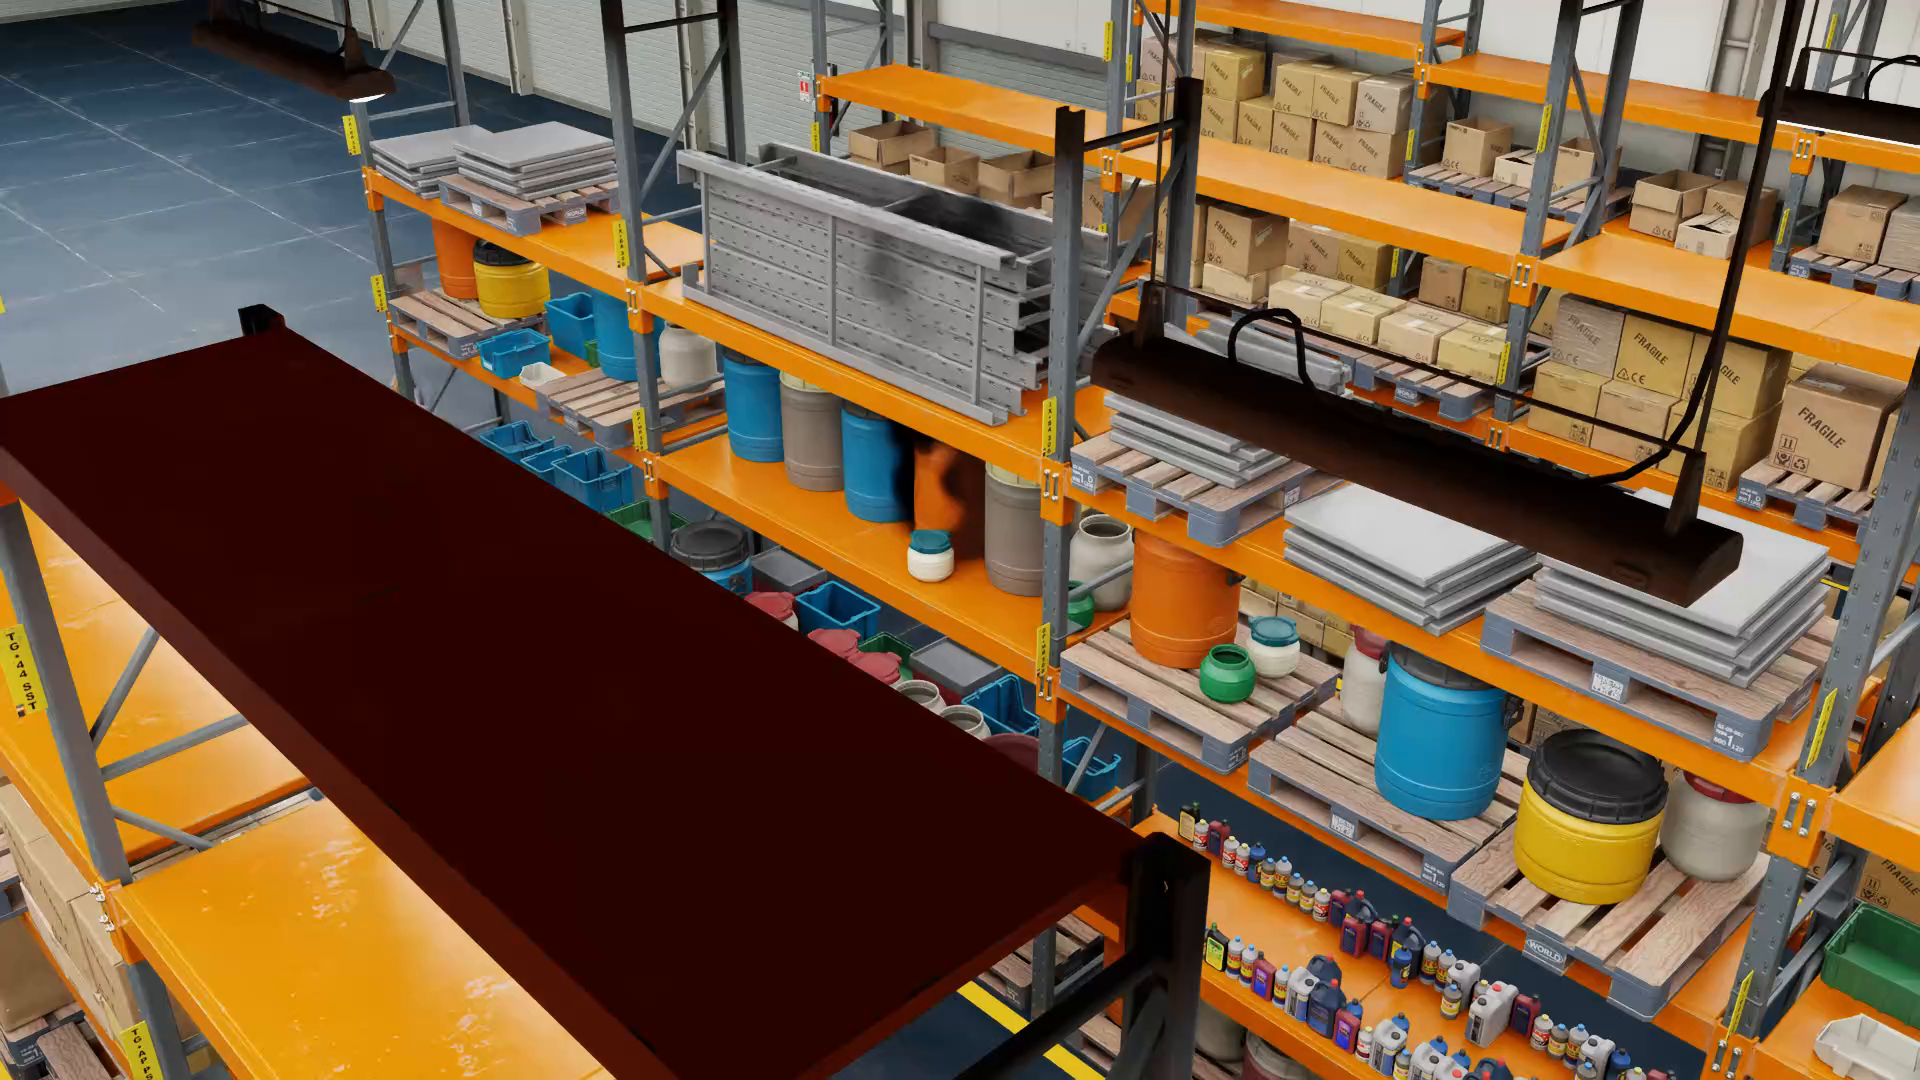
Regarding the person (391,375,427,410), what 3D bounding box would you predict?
[{"bbox_3d":[-5.505,-0.984,17.015,0.880,1.624,0.645,-1,28,-3],"label":"person"}]
